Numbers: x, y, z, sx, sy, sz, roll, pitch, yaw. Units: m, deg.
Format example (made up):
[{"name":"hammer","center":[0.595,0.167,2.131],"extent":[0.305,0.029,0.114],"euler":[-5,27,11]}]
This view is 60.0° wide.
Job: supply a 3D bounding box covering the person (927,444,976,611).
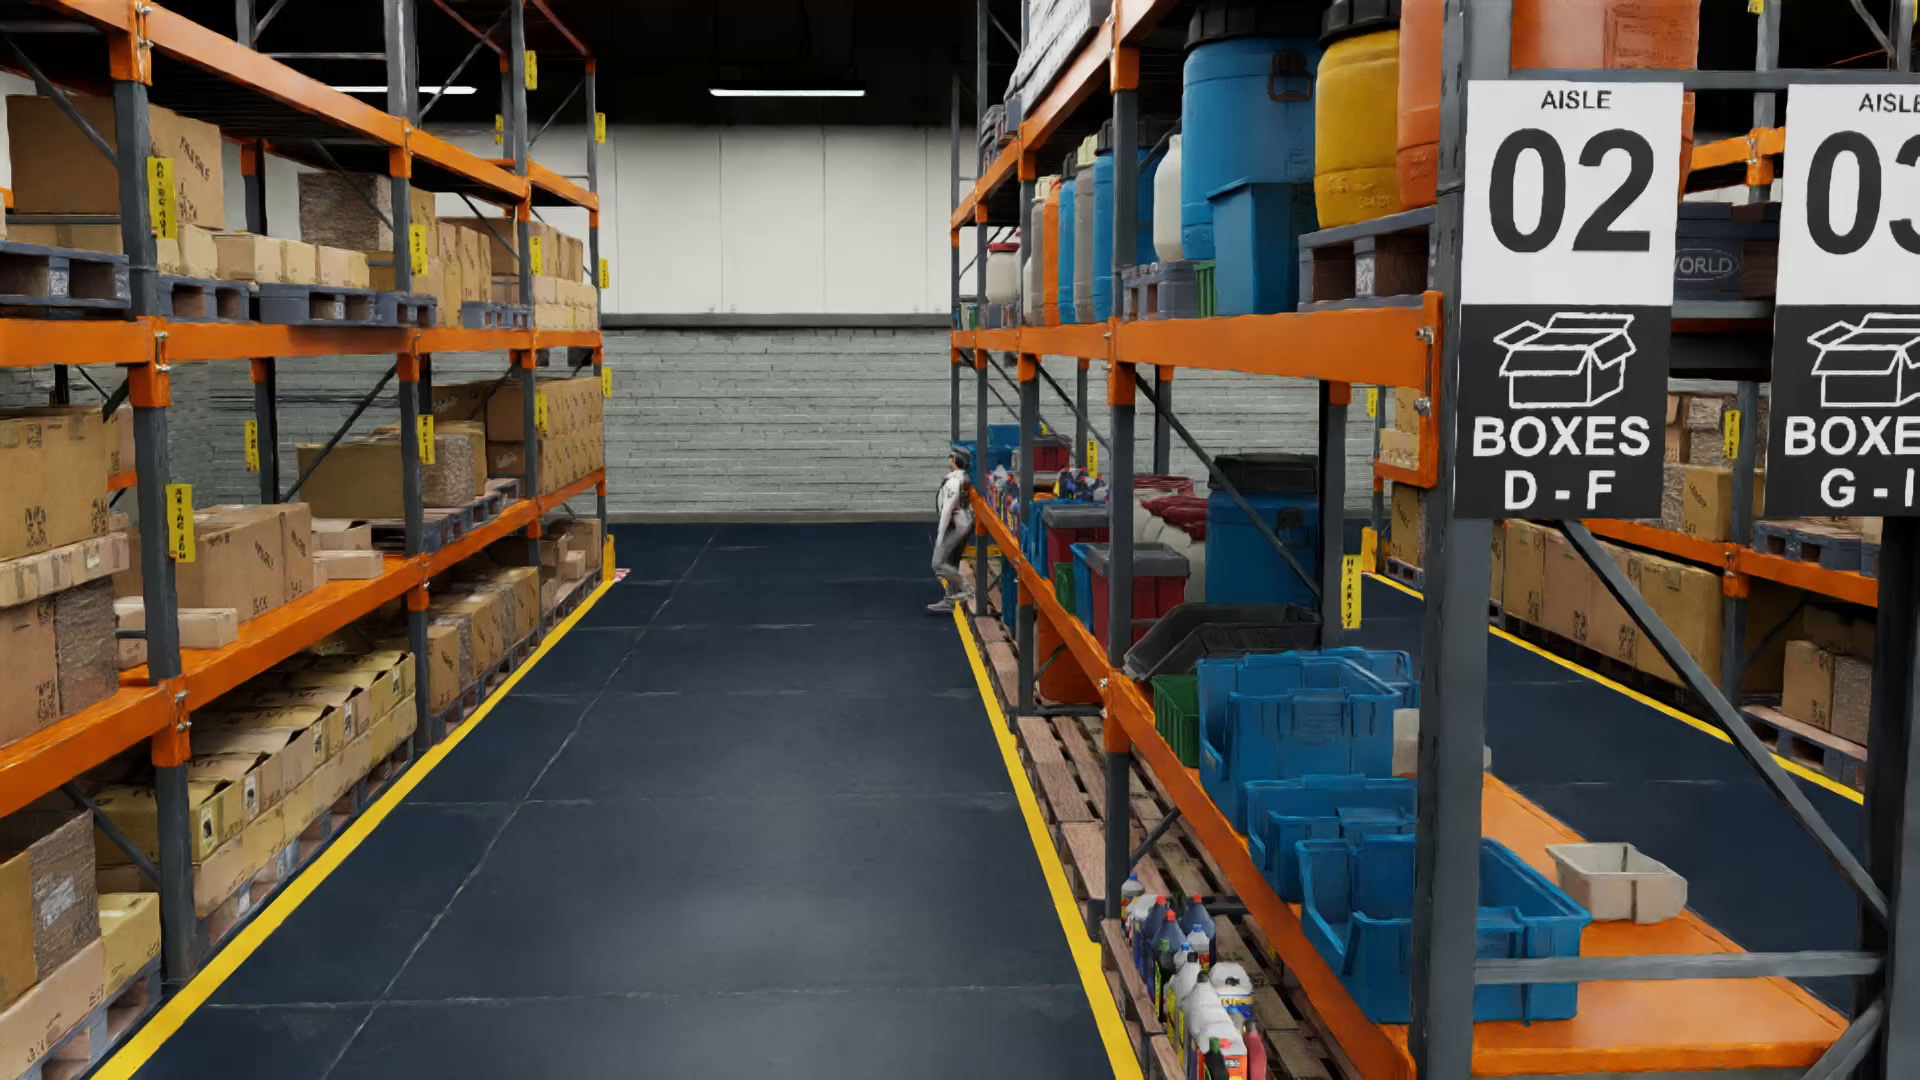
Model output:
[{"name":"person","center":[-0.081,-0.108,16.337],"extent":[0.557,1.663,0.588],"euler":[2,7,12]}]
